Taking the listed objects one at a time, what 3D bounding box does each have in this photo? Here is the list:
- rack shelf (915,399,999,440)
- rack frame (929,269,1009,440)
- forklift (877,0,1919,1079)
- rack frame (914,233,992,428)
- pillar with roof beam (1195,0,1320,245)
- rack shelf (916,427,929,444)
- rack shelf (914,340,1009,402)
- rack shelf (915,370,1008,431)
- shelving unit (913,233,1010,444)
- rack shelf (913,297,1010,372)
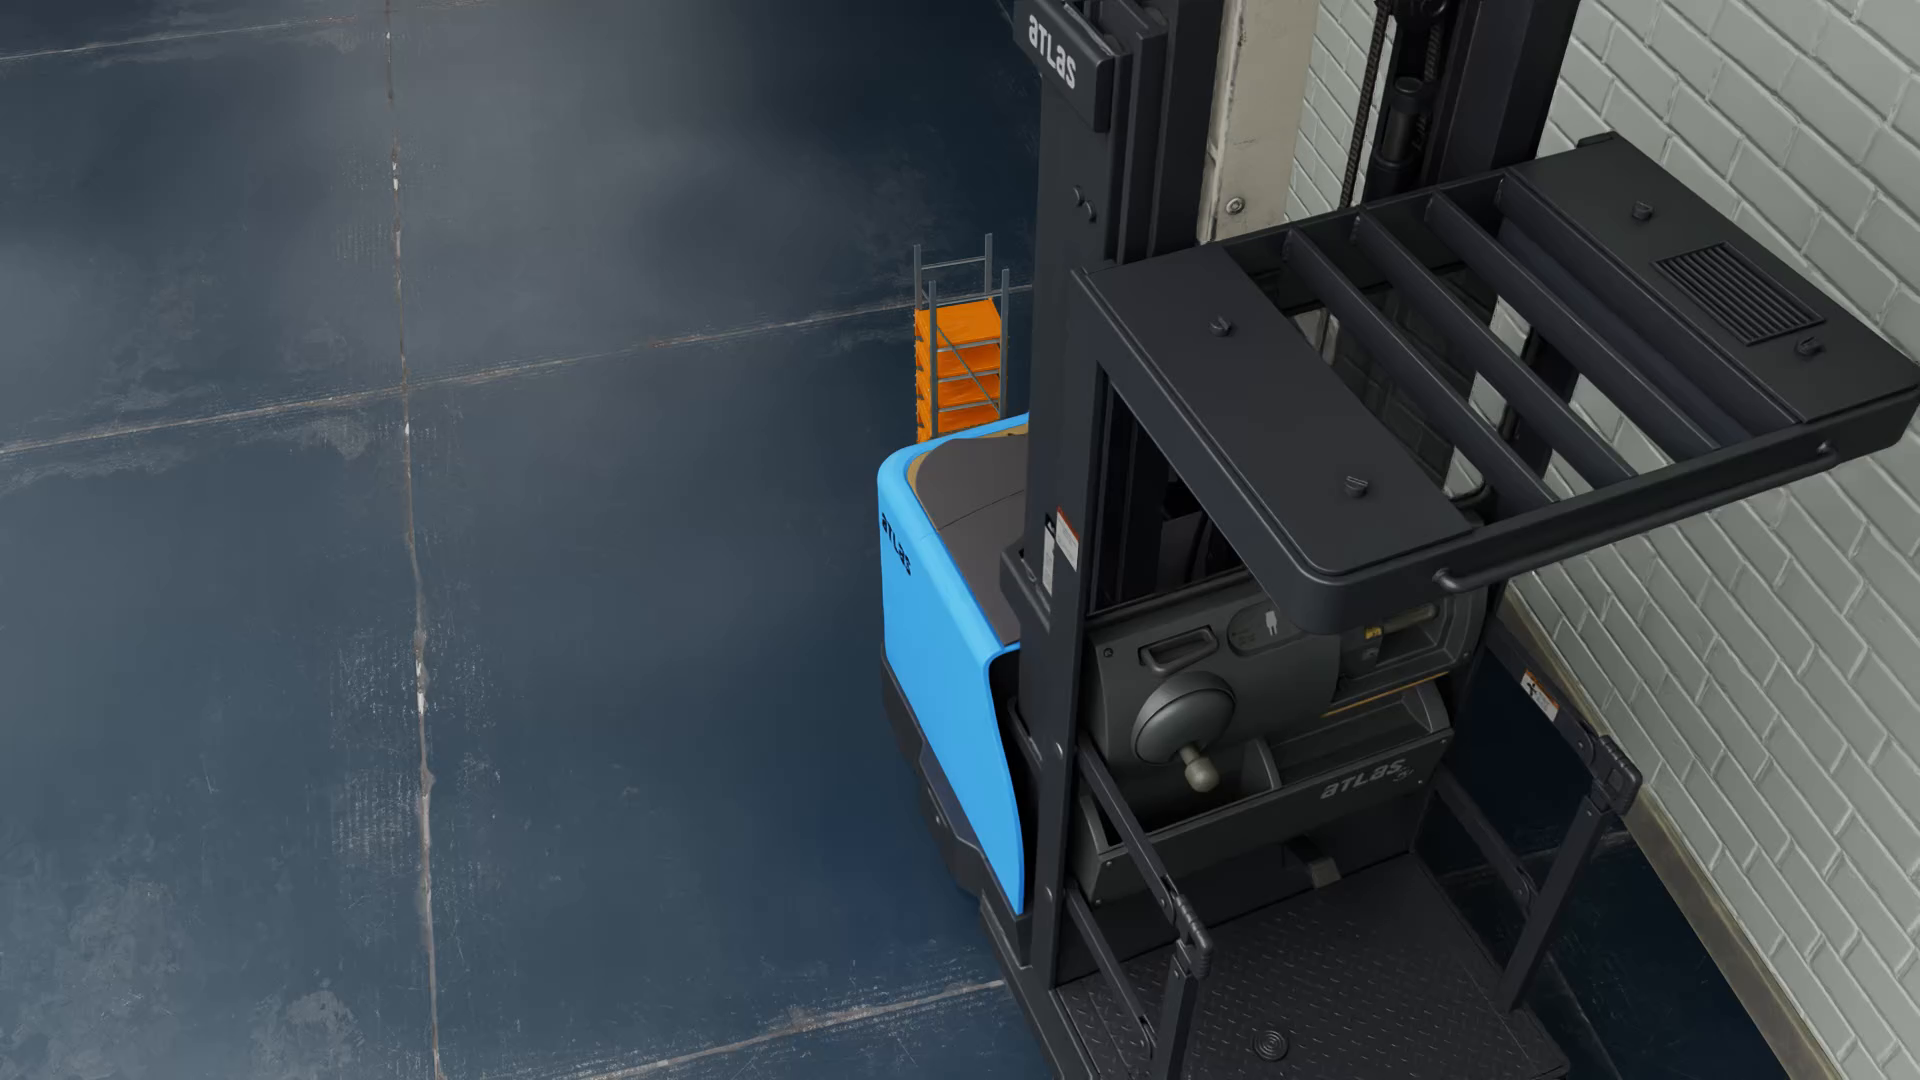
[{"bbox_3d":[0.004,-0.379,5.343,0.258,0.103,0.180,-11,47,-10],"label":"rack shelf"},{"bbox_3d":[0.027,-0.347,5.250,0.240,1.200,0.006,-11,47,-10],"label":"rack frame"},{"bbox_3d":[0.796,0.333,3.372,1.130,2.935,3.031,-17,48,-16],"label":"forklift"},{"bbox_3d":[-0.020,-0.473,5.374,0.240,1.200,0.006,-11,47,-10],"label":"rack frame"},{"bbox_3d":[-3.067,-3.552,2.930,9.100,9.000,0.400,-11,47,-10],"label":"pillar with roof beam"},{"bbox_3d":[0.004,-0.295,5.429,0.258,0.103,0.180,-11,47,-10],"label":"rack shelf"},{"bbox_3d":[0.004,-0.547,5.172,0.258,0.103,0.180,-11,47,-10],"label":"rack shelf"},{"bbox_3d":[0.004,-0.463,5.258,0.258,0.103,0.180,-11,47,-10],"label":"rack shelf"},{"bbox_3d":[0.004,-0.410,5.312,0.258,1.200,0.189,-11,47,-10],"label":"shelving unit"},{"bbox_3d":[0.004,-0.631,5.086,0.258,0.103,0.180,-11,47,-10],"label":"rack shelf"}]
